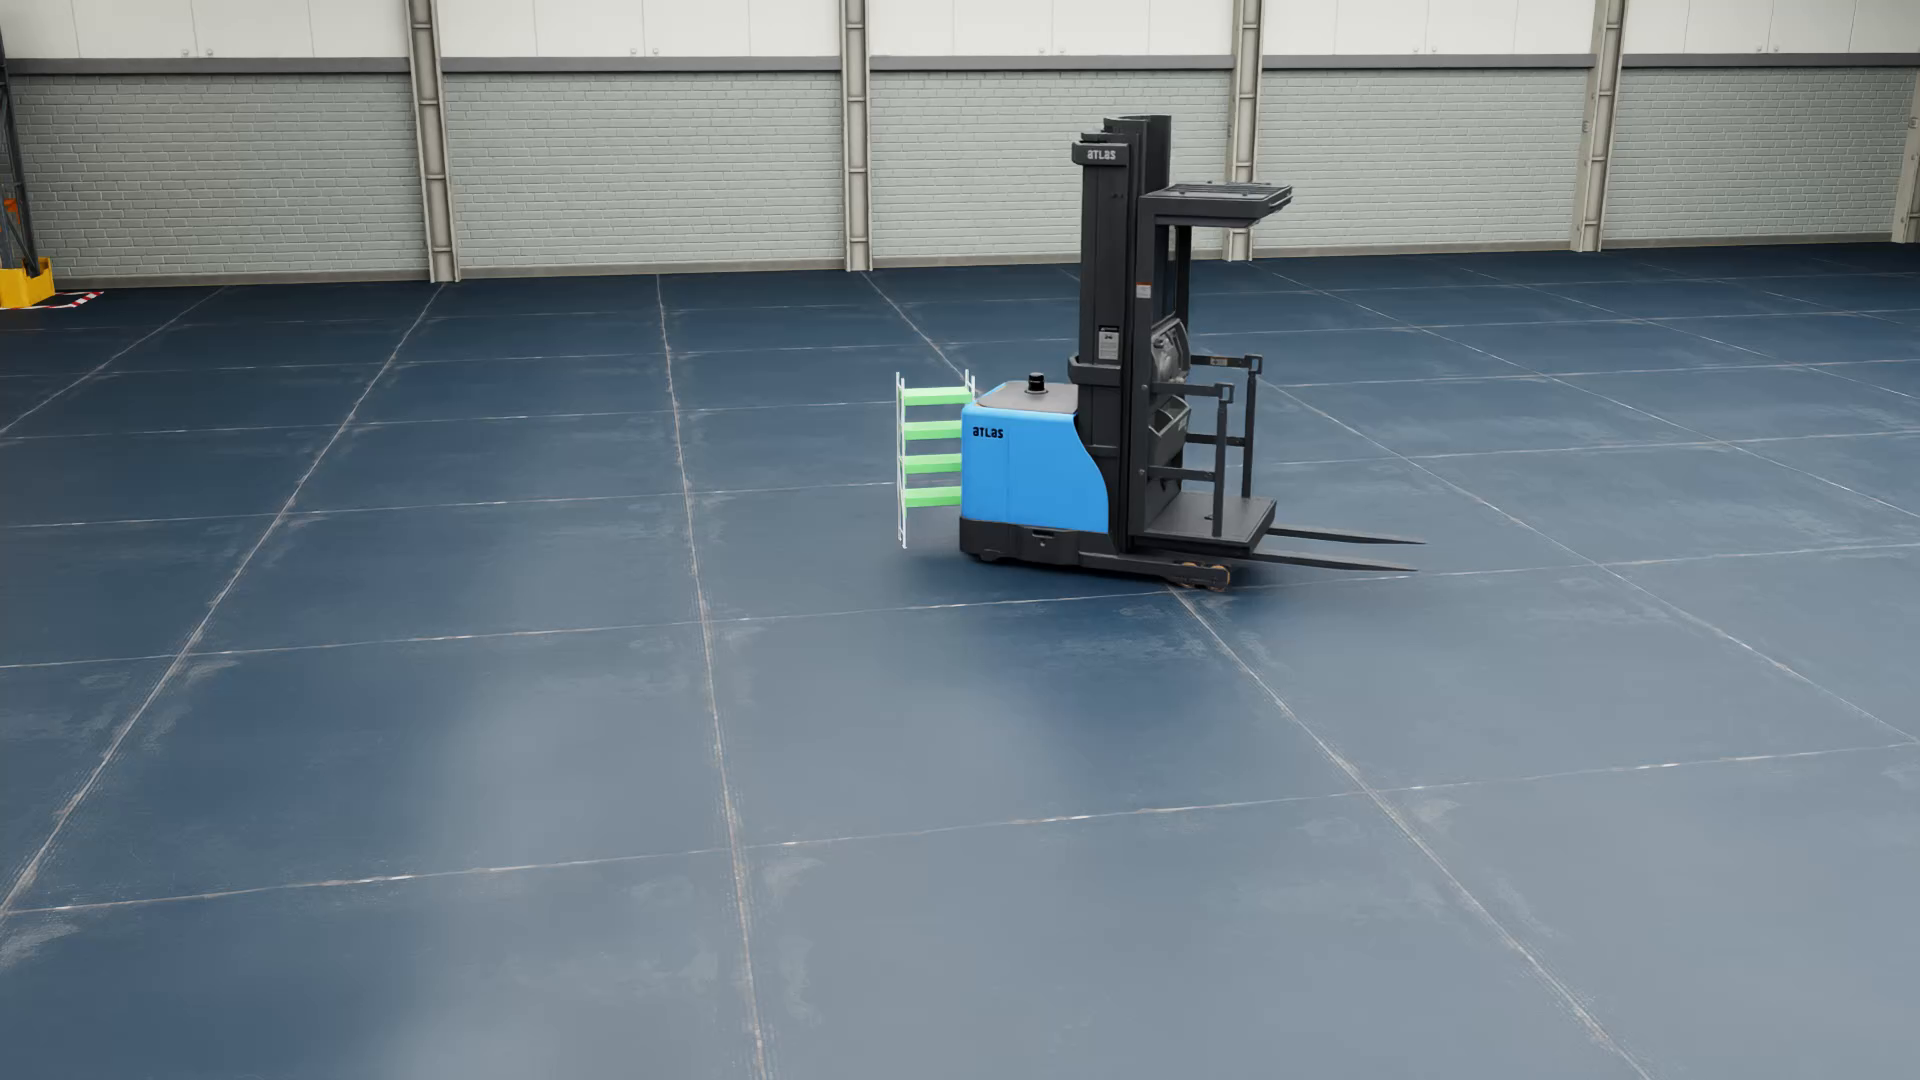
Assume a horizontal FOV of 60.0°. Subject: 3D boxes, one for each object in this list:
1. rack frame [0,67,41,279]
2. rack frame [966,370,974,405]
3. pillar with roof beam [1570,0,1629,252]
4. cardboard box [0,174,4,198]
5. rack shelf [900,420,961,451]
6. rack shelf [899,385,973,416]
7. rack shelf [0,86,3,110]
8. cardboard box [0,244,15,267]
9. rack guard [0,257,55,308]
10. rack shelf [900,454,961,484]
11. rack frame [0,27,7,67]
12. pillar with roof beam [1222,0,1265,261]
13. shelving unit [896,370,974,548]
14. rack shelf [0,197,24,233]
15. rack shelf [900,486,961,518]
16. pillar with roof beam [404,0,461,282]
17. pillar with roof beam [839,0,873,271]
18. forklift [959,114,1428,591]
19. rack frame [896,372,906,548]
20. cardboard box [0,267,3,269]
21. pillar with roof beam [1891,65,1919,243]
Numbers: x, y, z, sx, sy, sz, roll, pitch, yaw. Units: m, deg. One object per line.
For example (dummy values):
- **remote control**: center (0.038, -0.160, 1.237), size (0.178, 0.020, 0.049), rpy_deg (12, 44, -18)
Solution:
- **rack frame**: center (-12.461, -4.626, 21.763), size (0.127, 3.000, 1.000), rpy_deg (-3, 17, -10)
- **rack frame**: center (0.069, -0.579, 11.652), size (0.015, 1.200, 0.240), rpy_deg (-3, 17, -10)
- **pillar with roof beam**: center (11.066, -7.810, 21.914), size (0.400, 9.000, 9.100), rpy_deg (-3, 17, -10)
- **cardboard box**: center (-13.000, -4.726, 21.919), size (0.500, 0.500, 0.500), rpy_deg (-3, 17, -9)
- **rack shelf**: center (-0.171, -0.734, 11.557), size (0.480, 0.148, 0.258), rpy_deg (-3, 17, -10)
- **rack shelf**: center (-0.171, -0.963, 11.486), size (0.480, 0.148, 0.258), rpy_deg (-3, 17, -10)
- **rack shelf**: center (-14.424, -5.604, 21.066), size (4.000, 0.370, 1.077), rpy_deg (-3, 17, -10)
- **cardboard box**: center (-12.962, -3.785, 22.142), size (0.500, 0.250, 0.500), rpy_deg (-3, 17, -9)
- **rack guard**: center (-12.437, -3.432, 22.135), size (0.348, 0.500, 1.175), rpy_deg (-3, 17, -10)
- **rack shelf**: center (-0.171, -0.504, 11.627), size (0.480, 0.148, 0.258), rpy_deg (-3, 17, -10)
- **rack frame**: center (-12.461, -7.494, 20.883), size (0.127, 3.000, 1.000), rpy_deg (-3, 17, -10)
- **pillar with roof beam**: center (5.175, -7.476, 20.826), size (0.400, 9.000, 9.100), rpy_deg (-3, 17, -10)
- **shelving unit**: center (-0.171, -0.565, 11.609), size (0.503, 1.200, 0.258), rpy_deg (-3, 17, -10)
- **rack shelf**: center (-14.424, -4.170, 21.506), size (4.000, 0.370, 1.077), rpy_deg (-3, 17, -10)
- **rack shelf**: center (-0.171, -0.275, 11.698), size (0.480, 0.148, 0.258), rpy_deg (-3, 17, -10)
- **pillar with roof beam**: center (-6.607, -6.808, 18.650), size (0.400, 9.000, 9.100), rpy_deg (-3, 17, -10)
- **pillar with roof beam**: center (-0.716, -7.142, 19.738), size (0.400, 9.000, 9.100), rpy_deg (-3, 17, -10)
- **forklift**: center (1.568, -1.245, 10.873), size (3.031, 2.935, 1.130), rpy_deg (6, 18, 19)
- **rack frame**: center (-0.410, -0.552, 11.565), size (0.015, 1.200, 0.240), rpy_deg (-3, 17, -10)
- **cardboard box**: center (-12.980, -3.541, 22.200), size (0.500, 0.250, 0.500), rpy_deg (-3, 17, -10)
- **pillar with roof beam**: center (16.957, -8.144, 23.002), size (0.400, 9.000, 9.100), rpy_deg (-3, 17, -10)
